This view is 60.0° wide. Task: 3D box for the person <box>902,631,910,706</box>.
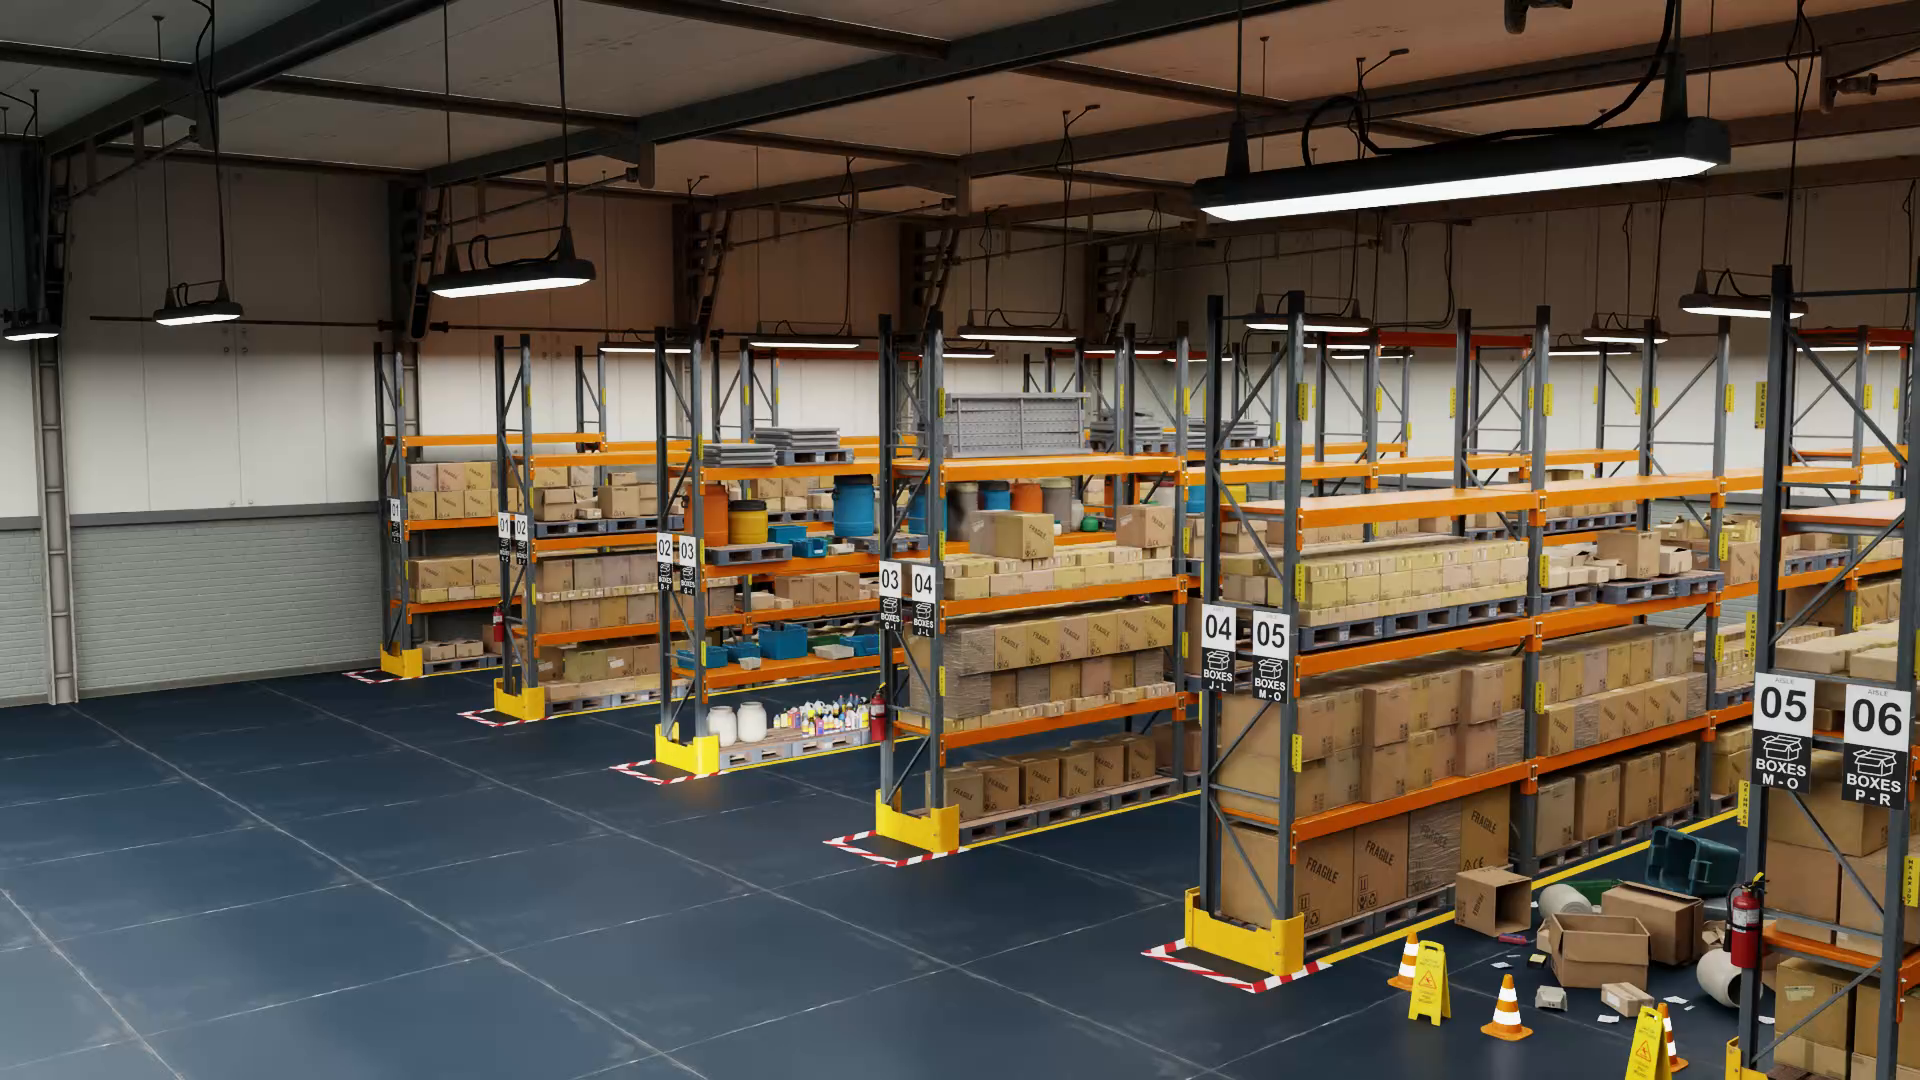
[{"bbox_3d":[-0.664,1.889,26.610,0.628,1.760,0.393,2,6,20],"label":"person"}]
